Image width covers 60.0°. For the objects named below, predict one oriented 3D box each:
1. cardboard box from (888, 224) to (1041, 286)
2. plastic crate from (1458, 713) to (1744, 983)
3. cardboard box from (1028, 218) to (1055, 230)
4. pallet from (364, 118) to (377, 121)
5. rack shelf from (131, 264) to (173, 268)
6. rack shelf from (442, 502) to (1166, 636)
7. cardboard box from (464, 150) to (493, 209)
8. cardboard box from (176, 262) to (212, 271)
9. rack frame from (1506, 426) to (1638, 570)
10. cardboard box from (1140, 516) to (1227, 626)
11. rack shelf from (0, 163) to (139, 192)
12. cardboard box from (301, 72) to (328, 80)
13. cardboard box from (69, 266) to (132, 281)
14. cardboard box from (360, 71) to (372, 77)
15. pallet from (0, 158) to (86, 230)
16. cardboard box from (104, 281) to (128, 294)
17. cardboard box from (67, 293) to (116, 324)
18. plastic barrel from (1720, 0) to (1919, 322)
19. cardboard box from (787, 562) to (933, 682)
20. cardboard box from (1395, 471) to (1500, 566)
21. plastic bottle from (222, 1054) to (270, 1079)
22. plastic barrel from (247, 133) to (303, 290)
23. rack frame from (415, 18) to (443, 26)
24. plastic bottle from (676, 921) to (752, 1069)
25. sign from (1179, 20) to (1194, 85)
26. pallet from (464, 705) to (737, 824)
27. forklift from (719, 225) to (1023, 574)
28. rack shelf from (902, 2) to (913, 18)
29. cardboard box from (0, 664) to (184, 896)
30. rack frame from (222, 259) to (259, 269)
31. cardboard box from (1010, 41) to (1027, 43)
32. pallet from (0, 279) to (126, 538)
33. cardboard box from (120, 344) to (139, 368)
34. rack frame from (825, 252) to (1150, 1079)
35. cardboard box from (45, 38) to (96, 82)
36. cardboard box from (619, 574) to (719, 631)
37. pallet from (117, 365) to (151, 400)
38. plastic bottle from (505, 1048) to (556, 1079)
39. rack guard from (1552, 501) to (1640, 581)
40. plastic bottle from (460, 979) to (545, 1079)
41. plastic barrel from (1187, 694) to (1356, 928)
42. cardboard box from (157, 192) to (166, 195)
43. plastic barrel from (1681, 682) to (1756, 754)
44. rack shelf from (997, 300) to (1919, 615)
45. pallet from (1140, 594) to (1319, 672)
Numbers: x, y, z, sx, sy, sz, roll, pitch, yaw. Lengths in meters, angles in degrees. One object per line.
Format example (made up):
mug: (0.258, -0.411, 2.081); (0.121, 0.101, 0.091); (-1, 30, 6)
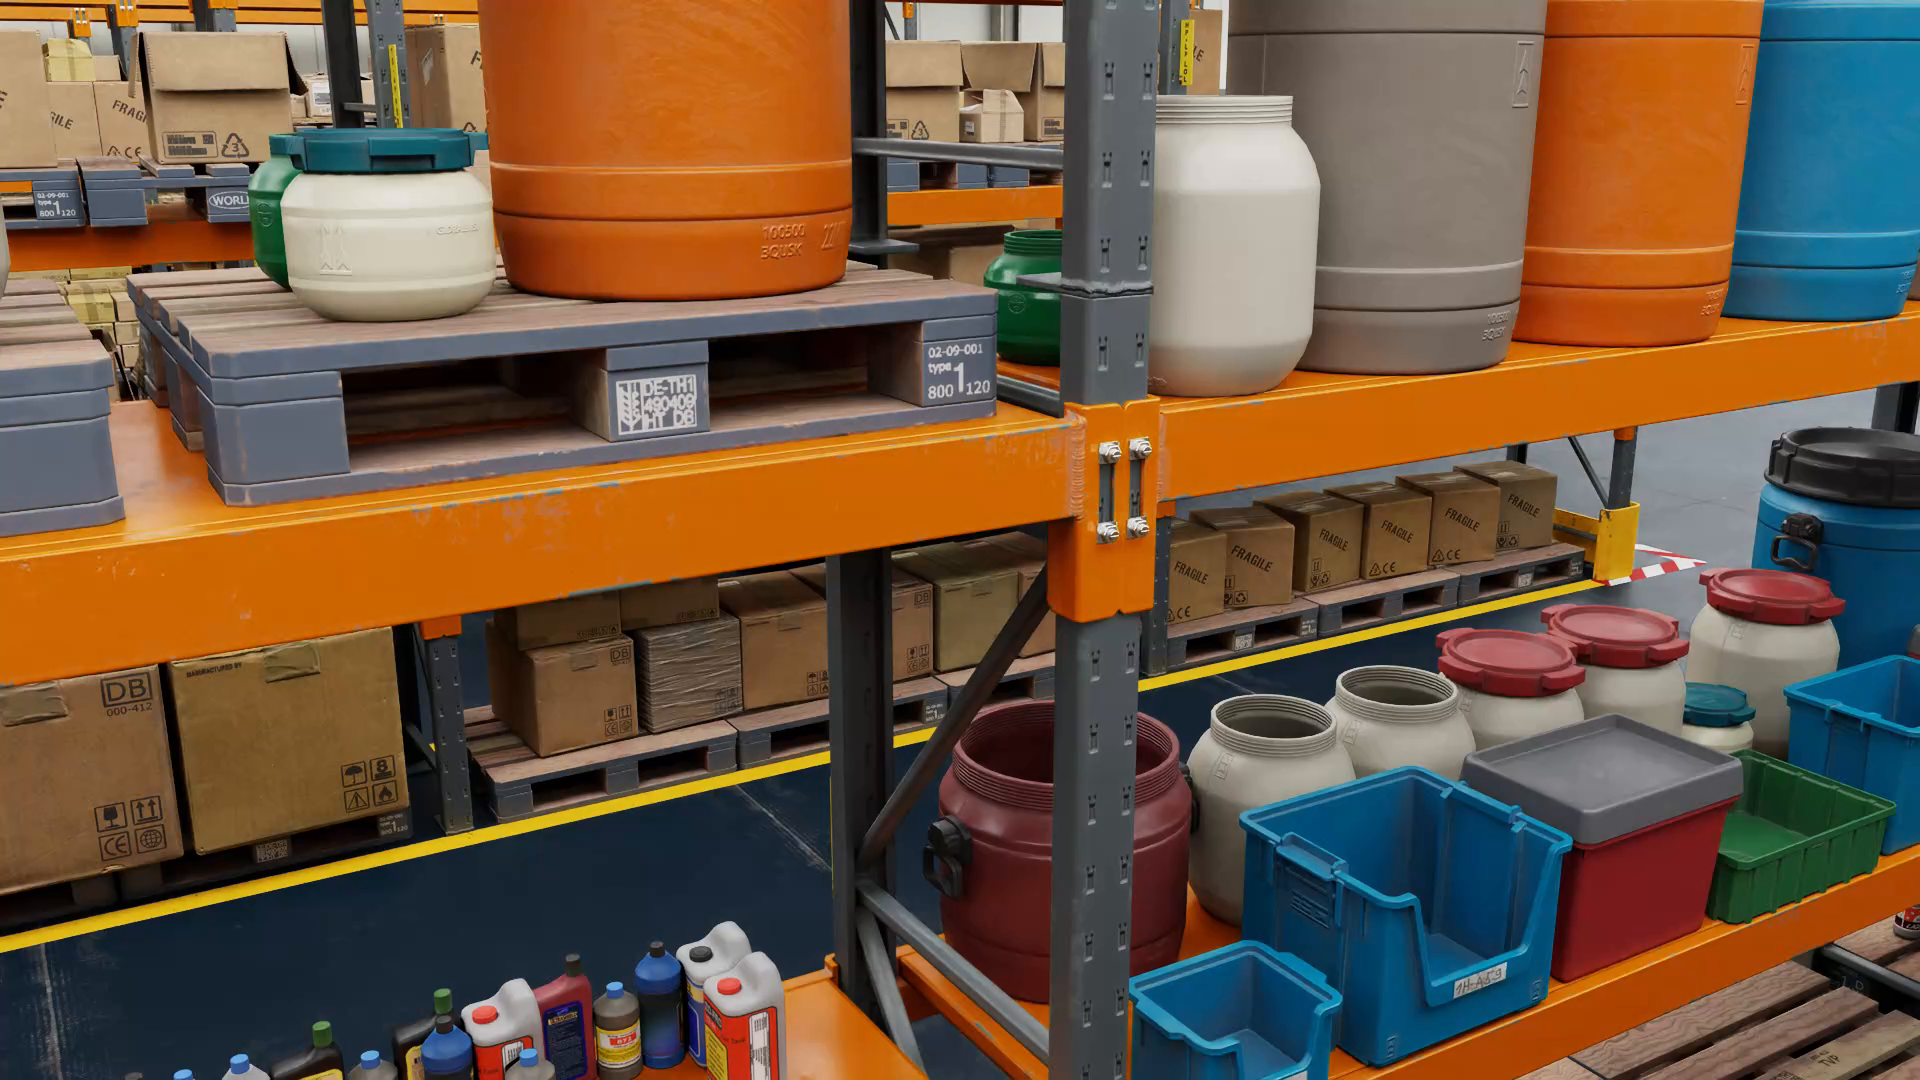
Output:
cardboard box: (0.133, -1.184, 9.186); (1.000, 1.000, 1.000); (-9, 18, -29)
plastic crate: (1.551, 0.747, 4.070); (0.583, 0.464, 0.402); (-9, 18, -30)
cardboard box: (0.535, -2.894, 14.897); (0.550, 0.550, 0.875); (-9, 18, -30)
pallet: (-5.689, -4.211, 16.667); (1.003, 0.211, 1.213); (-9, 18, -30)
rack shelf: (-8.492, -3.587, 20.982); (4.000, 0.370, 1.077); (-9, 18, -30)
rack shelf: (-0.829, -0.146, 8.707); (4.000, 0.370, 1.077); (-9, 18, -30)
cardboard box: (-2.009, -1.593, 7.257); (0.500, 0.250, 0.500); (-9, 18, -29)
cardboard box: (-7.272, -2.591, 15.783); (0.250, 0.149, 0.380); (-10, 19, -33)
rack frame: (4.314, -1.327, 11.585); (0.127, 3.000, 1.000); (-9, 18, -30)
cardboard box: (1.249, 0.184, 10.048); (0.500, 0.500, 0.500); (-10, 18, -31)
rack shelf: (-6.725, -2.196, 10.463); (4.000, 0.370, 1.077); (-9, 18, -30)
cardboard box: (-7.930, -5.600, 20.473); (0.500, 0.311, 0.500); (-10, 18, -32)
cardboard box: (-7.931, -2.550, 15.301); (0.500, 0.250, 0.500); (-9, 18, -30)
cardboard box: (-4.269, -3.243, 12.065); (0.500, 0.311, 0.500); (-9, 18, -30)
pallet: (-4.025, -1.310, 6.319); (1.213, 0.211, 1.003); (-8, 18, -27)
cardboard box: (-5.736, -1.687, 11.454); (0.250, 0.149, 0.380); (-10, 18, -31)
cardboard box: (-5.636, -1.499, 10.785); (0.250, 0.149, 0.380); (-9, 18, -28)
plastic barrel: (1.991, -1.008, 3.961); (0.708, 0.901, 0.600); (-9, 18, -30)
cardboard box: (-0.550, 0.441, 9.094); (0.500, 0.500, 0.700); (-11, 19, -34)
cardboard box: (3.276, -0.151, 11.246); (0.500, 0.500, 0.500); (-4, 16, -15)
plastic bottle: (-1.352, 1.103, 3.155); (0.097, 0.271, 0.097); (0, 16, 0)
plastic barrel: (-1.019, -0.546, 2.754); (0.294, 0.245, 0.294); (0, 16, 0)
rack frame: (-6.777, -7.100, 21.067); (0.127, 3.000, 1.000); (-9, 18, -30)
plastic bottle: (-0.530, 0.976, 3.599); (0.135, 0.276, 0.152); (-9, 18, -30)
sign: (1.175, -2.526, 8.618); (0.005, 0.325, 0.100); (-9, 18, -30)
pallet: (-1.872, 1.020, 8.381); (1.213, 0.211, 1.003); (-9, 18, -30)
forklift: (-1.056, -1.223, 11.341); (3.031, 2.935, 1.130); (-10, 19, -32)
rack shelf: (-2.504, -5.882, 18.061); (4.000, 0.370, 1.077); (-9, 18, -30)
cardboard box: (-3.913, 0.819, 7.088); (0.875, 0.875, 1.225); (-9, 18, -30)
rack frame: (-5.011, -1.376, 11.762); (0.127, 3.000, 1.000); (-9, 18, -30)
cardboard box: (0.425, -4.109, 13.977); (0.250, 0.149, 0.380); (-9, 18, -29)
pallet: (-1.829, -0.156, 2.202); (1.213, 0.211, 1.003); (-9, 18, -30)
cardboard box: (-5.411, -1.249, 10.994); (0.250, 0.149, 0.380); (-9, 18, -30)
rack frame: (0.008, 0.931, 3.530); (0.127, 3.000, 1.000); (-9, 18, -30)
cardboard box: (-5.656, -3.046, 10.559); (0.258, 0.266, 0.396); (-9, 18, -30)
cardboard box: (-1.535, 0.240, 8.424); (0.500, 0.250, 0.500); (-7, 17, -23)
pallet: (-5.567, -1.160, 11.347); (1.003, 0.211, 1.213); (-9, 18, -30)
plastic bottle: (-0.846, 1.103, 3.286); (0.097, 0.201, 0.097); (0, 16, 0)
rack guard: (4.249, -0.113, 11.885); (0.348, 0.500, 1.175); (-9, 18, -30)
plastic bottle: (-0.926, 1.041, 3.370); (0.135, 0.276, 0.152); (-9, 18, -30)
plastic barrel: (0.780, 0.685, 4.202); (0.421, 0.512, 0.421); (0, 16, 0)
cardboard box: (-9.865, -4.170, 20.342); (0.250, 0.149, 0.380); (-9, 18, -28)
plastic barrel: (2.223, 0.590, 5.003); (0.301, 0.262, 0.301); (0, 16, 0)
rack shelf: (1.722, -0.445, 4.214); (4.000, 0.370, 1.077); (-9, 18, -30)
pallet: (1.443, 0.470, 10.340); (1.213, 0.211, 1.003); (-9, 18, -30)
